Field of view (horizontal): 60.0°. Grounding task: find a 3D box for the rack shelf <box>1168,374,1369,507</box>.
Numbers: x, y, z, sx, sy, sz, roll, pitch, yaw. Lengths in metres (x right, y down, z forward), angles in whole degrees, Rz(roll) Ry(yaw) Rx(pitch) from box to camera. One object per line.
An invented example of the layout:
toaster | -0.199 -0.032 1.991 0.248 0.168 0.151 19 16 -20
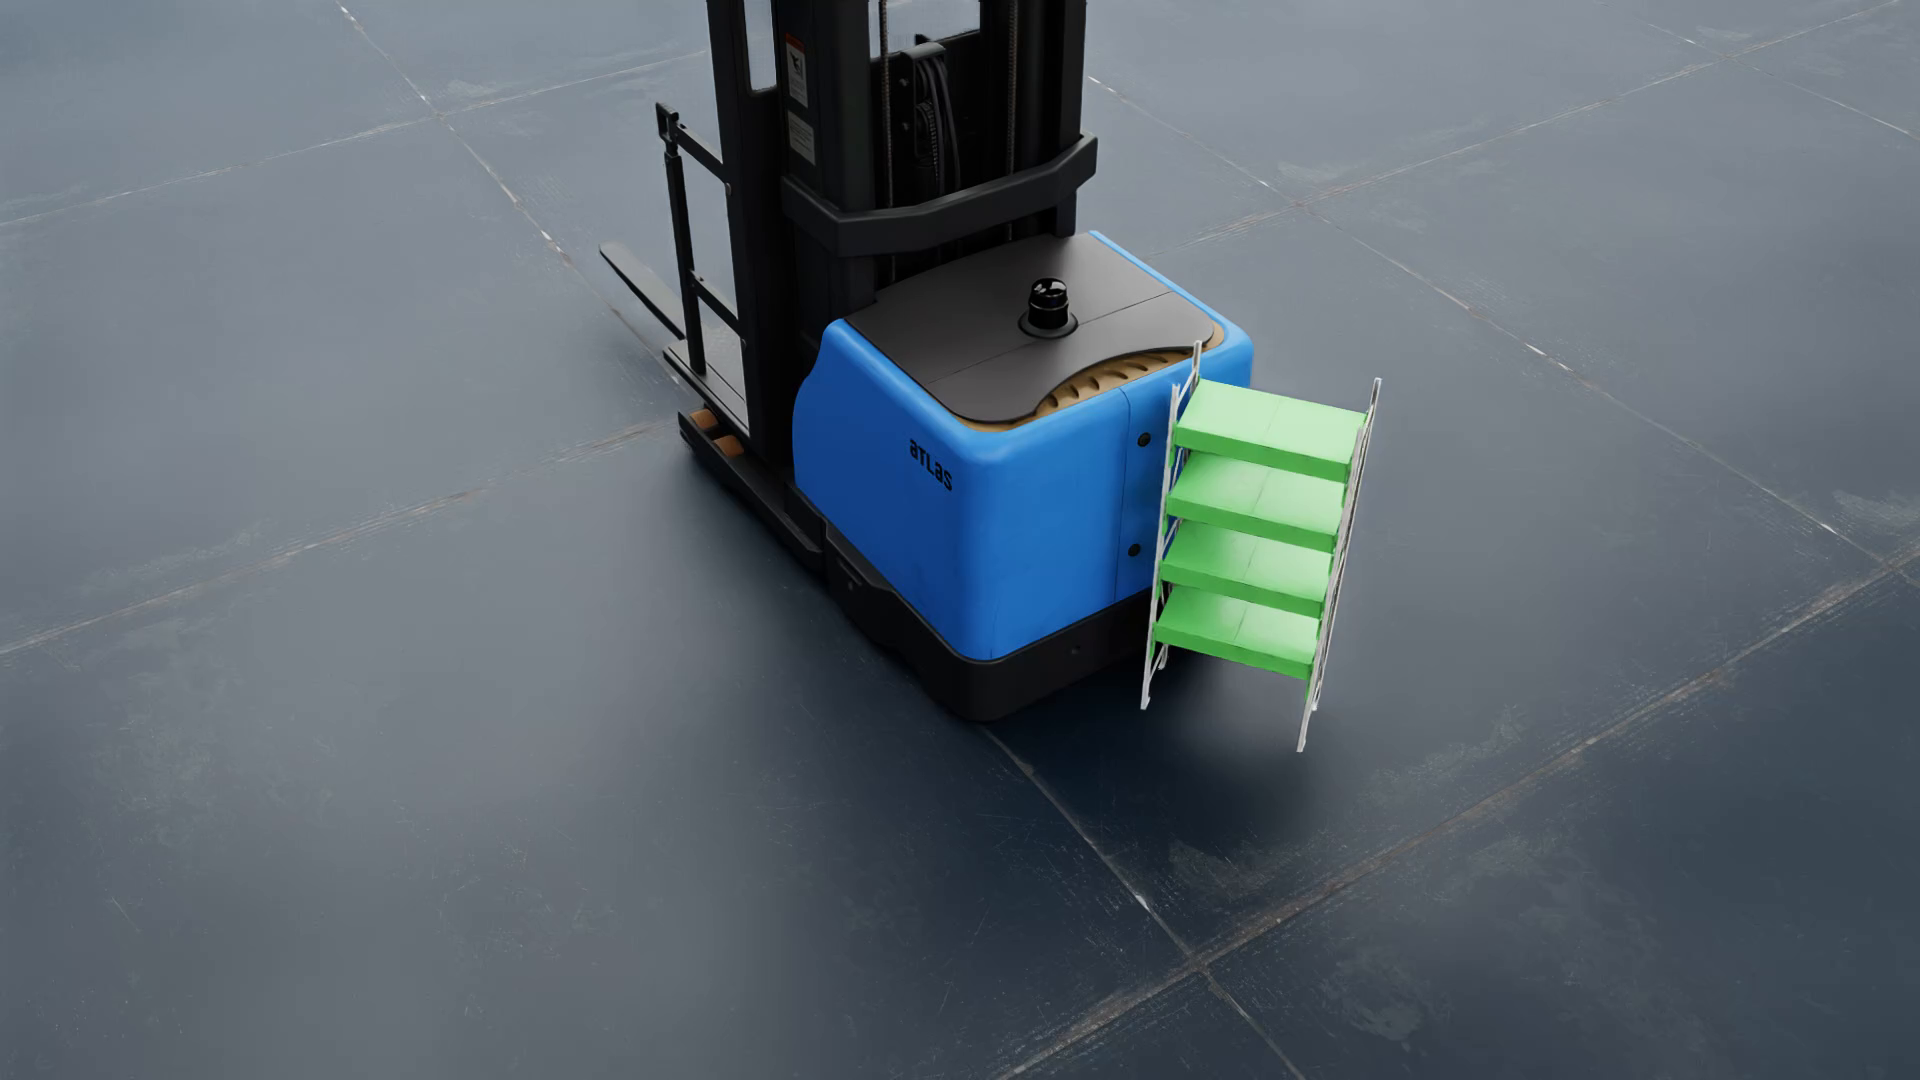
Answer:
rack shelf | 0.834 -0.272 4.489 0.480 0.148 0.258 14 42 16

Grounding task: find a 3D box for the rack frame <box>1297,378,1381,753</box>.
rack frame | 1.061 0.105 4.686 0.015 1.200 0.240 14 42 16

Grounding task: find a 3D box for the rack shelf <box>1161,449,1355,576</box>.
rack shelf | 0.834 -0.088 4.643 0.480 0.148 0.258 14 42 16

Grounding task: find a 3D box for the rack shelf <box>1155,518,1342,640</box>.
rack shelf | 0.834 0.097 4.796 0.480 0.148 0.258 14 42 16

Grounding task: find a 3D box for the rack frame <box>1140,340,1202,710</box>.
rack frame | 0.607 -0.010 4.824 0.015 1.200 0.240 14 42 16

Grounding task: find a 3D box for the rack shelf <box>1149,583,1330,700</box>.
rack shelf | 0.834 0.281 4.950 0.480 0.148 0.258 14 42 16

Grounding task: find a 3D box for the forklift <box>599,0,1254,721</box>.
forklift | -0.371 -1.491 5.250 1.130 2.935 3.031 -23 45 -25

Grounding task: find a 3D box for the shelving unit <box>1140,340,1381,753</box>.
shelving unit | 0.834 0.048 4.755 0.503 1.200 0.258 14 42 16
